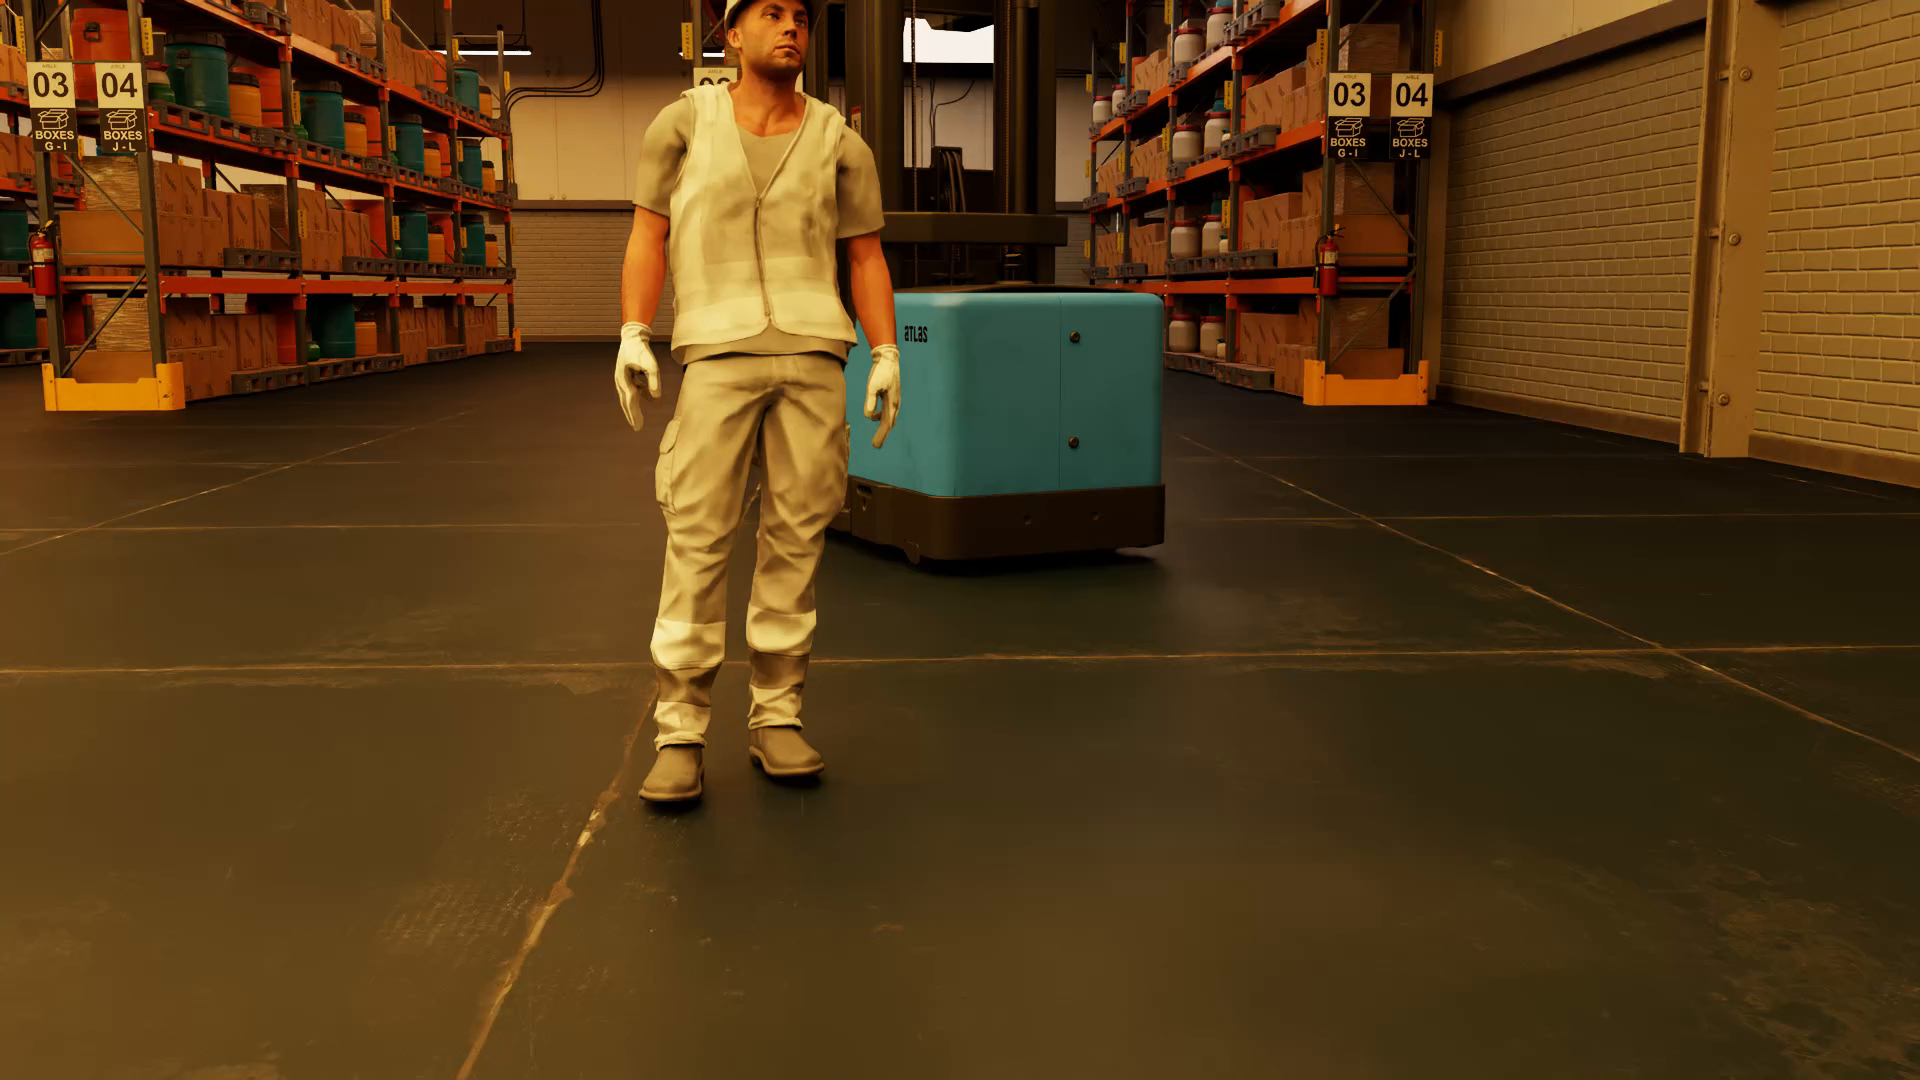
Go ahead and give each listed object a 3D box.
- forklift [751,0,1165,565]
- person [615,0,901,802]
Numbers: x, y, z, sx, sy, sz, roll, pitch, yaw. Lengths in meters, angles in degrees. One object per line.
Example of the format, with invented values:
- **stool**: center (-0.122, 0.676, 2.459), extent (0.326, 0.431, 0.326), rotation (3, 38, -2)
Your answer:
- **forklift**: center (-0.264, -1.530, 7.637), extent (1.130, 2.935, 3.031), rotation (-4, 9, -25)
- **person**: center (-0.428, -0.366, 3.635), extent (0.637, 1.786, 0.565), rotation (-2, 9, -15)
